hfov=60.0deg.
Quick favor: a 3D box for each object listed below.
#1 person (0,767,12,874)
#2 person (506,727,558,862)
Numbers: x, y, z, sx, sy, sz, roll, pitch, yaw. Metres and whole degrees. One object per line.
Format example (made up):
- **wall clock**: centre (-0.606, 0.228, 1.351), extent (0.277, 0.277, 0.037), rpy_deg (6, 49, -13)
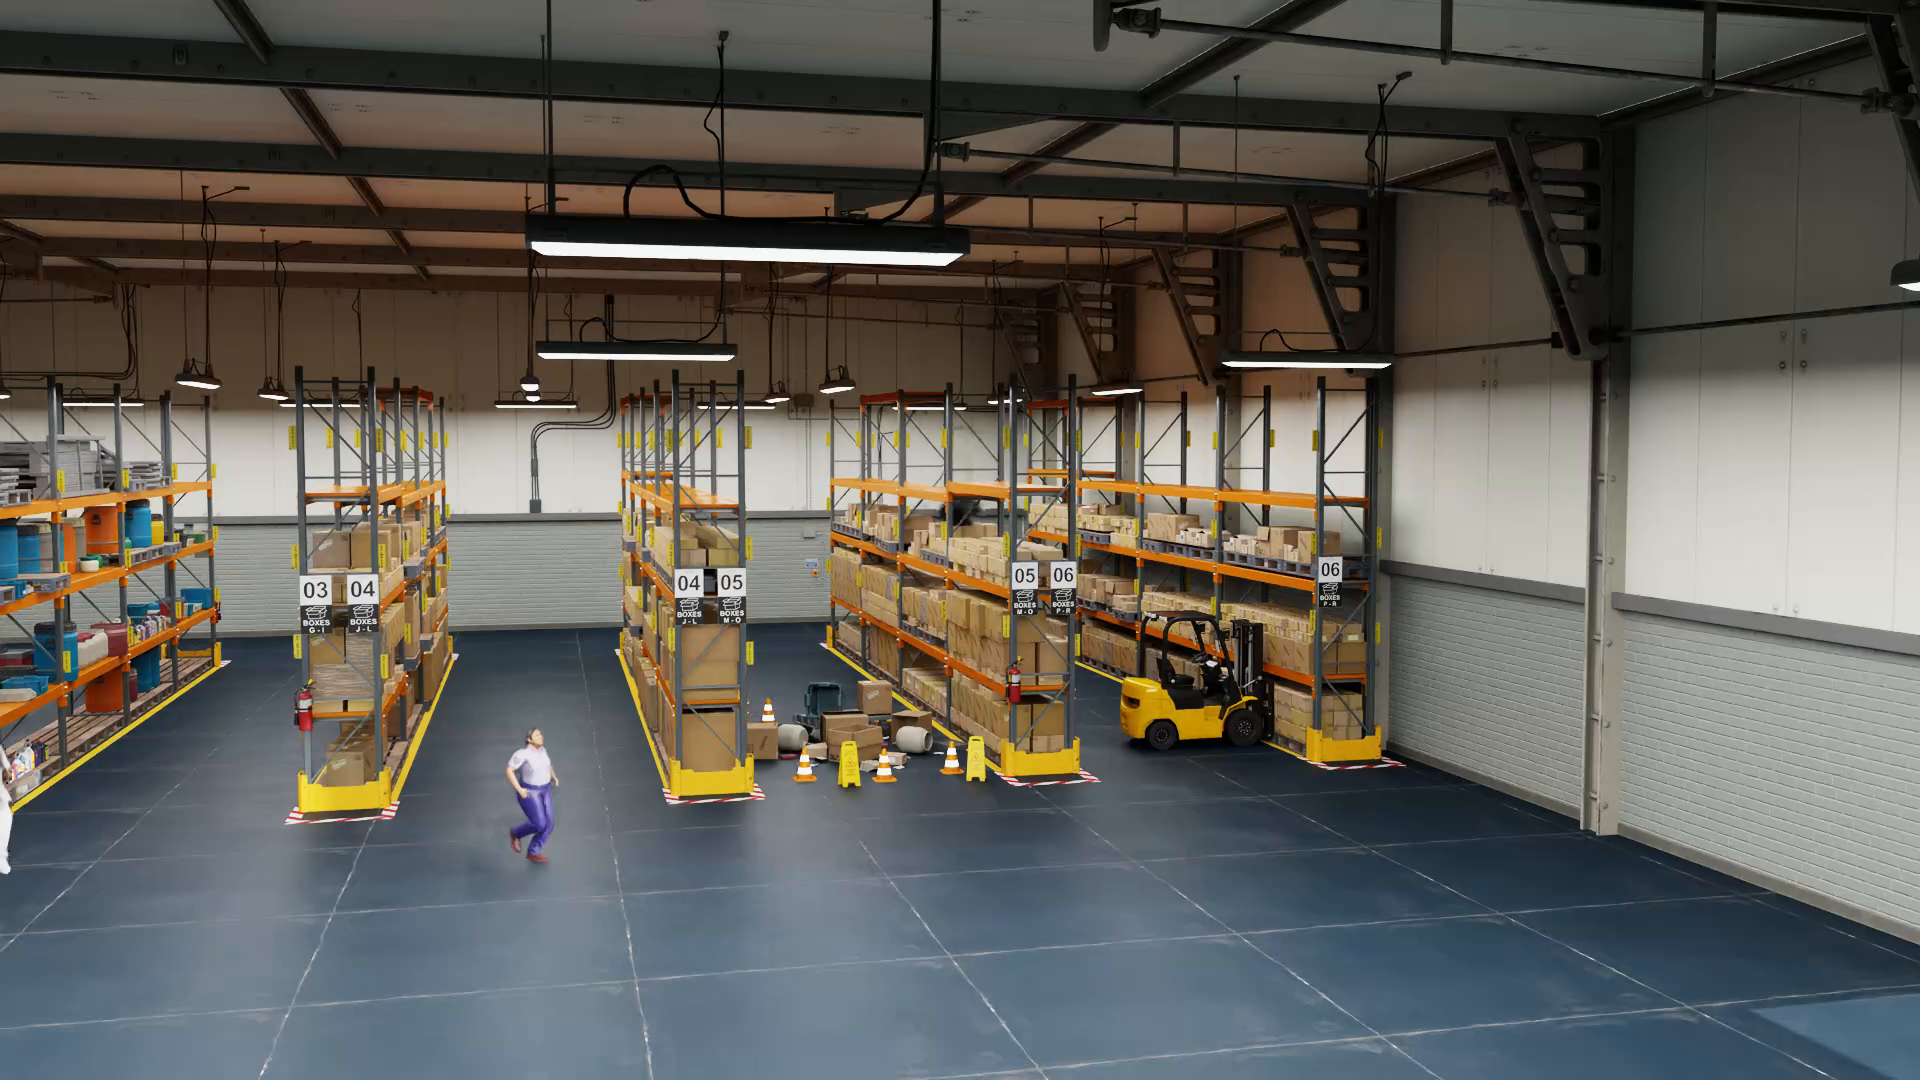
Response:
- **person**: centre (-11.401, 2.961, 19.373), extent (0.986, 1.832, 0.682), rpy_deg (2, 4, 31)
- **person**: centre (-5.054, 3.027, 19.768), extent (0.531, 1.606, 0.657), rpy_deg (2, 4, 29)
